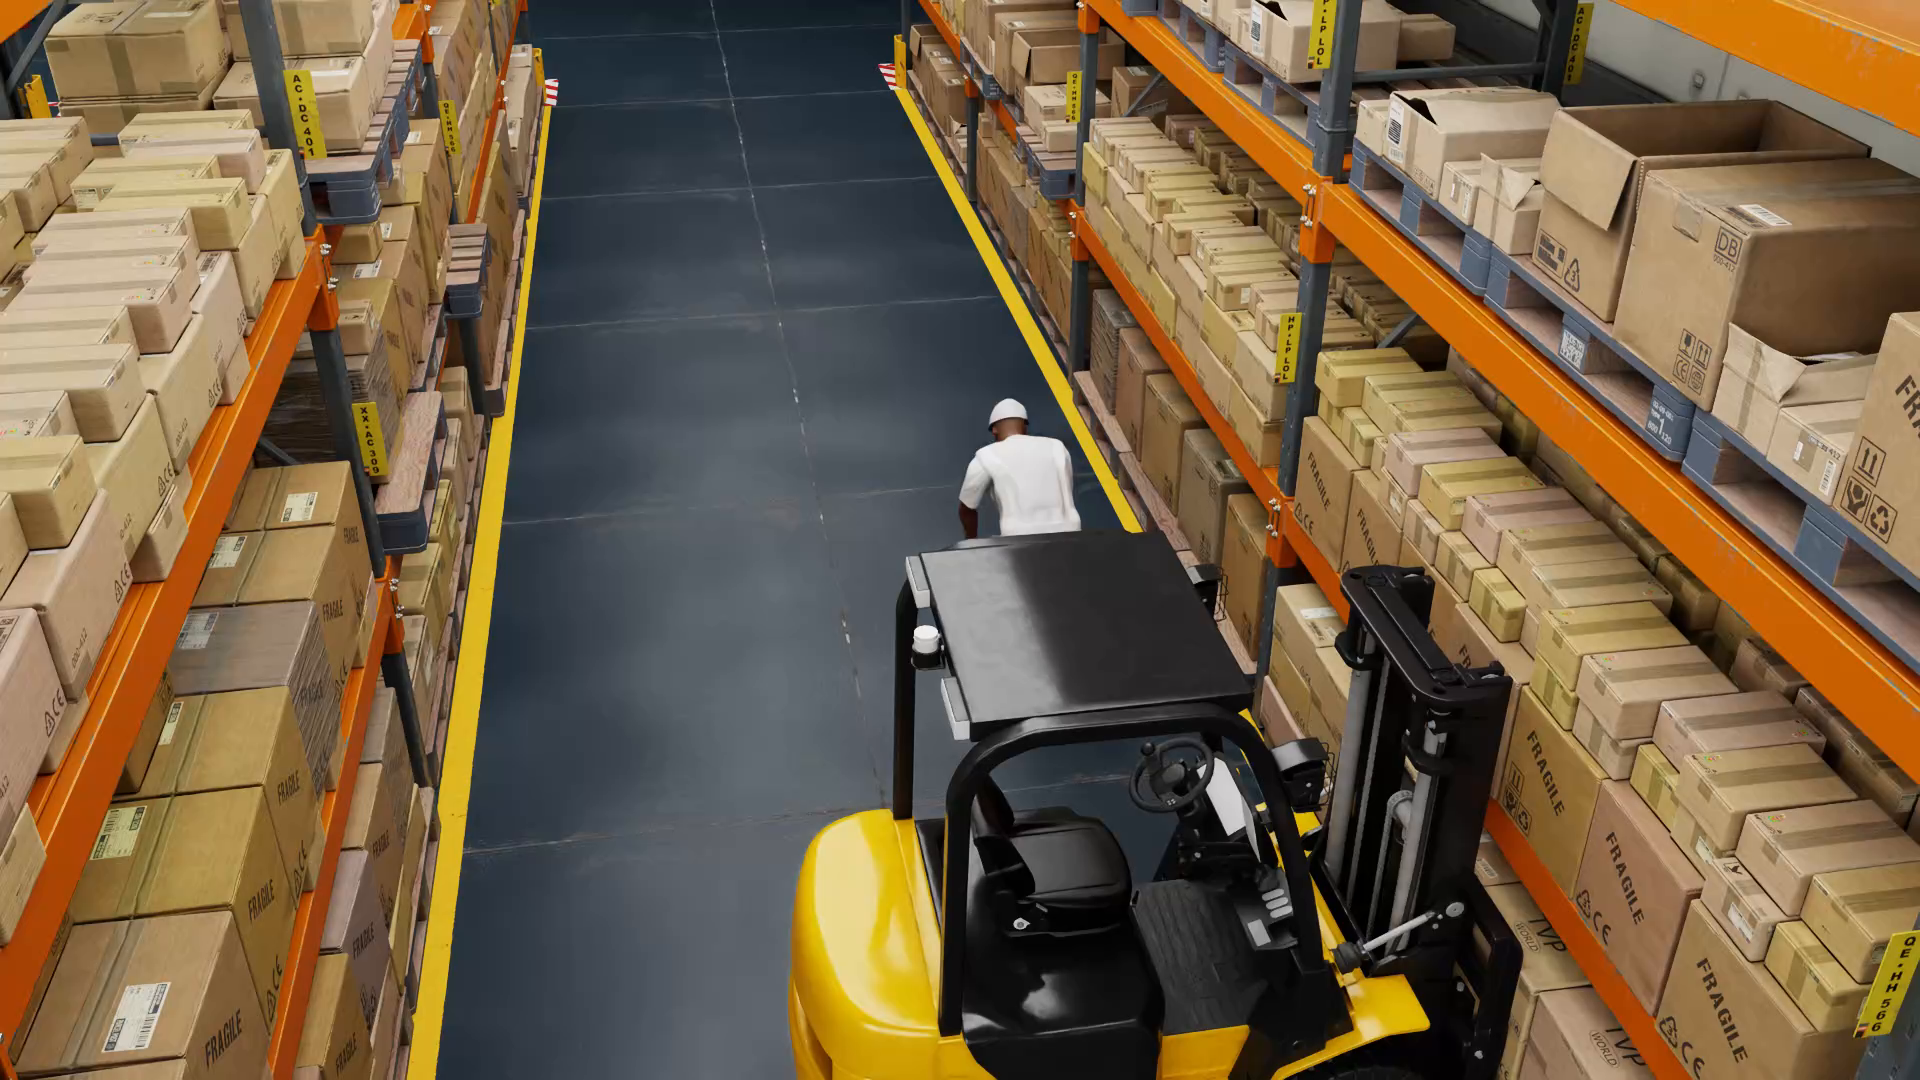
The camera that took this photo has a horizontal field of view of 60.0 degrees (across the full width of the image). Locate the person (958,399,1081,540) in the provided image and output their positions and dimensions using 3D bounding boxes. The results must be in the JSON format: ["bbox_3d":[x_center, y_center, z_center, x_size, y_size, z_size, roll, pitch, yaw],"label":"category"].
[{"bbox_3d":[0.321,-0.056,8.744,0.622,1.224,0.838,-5,31,-9],"label":"person"}]
